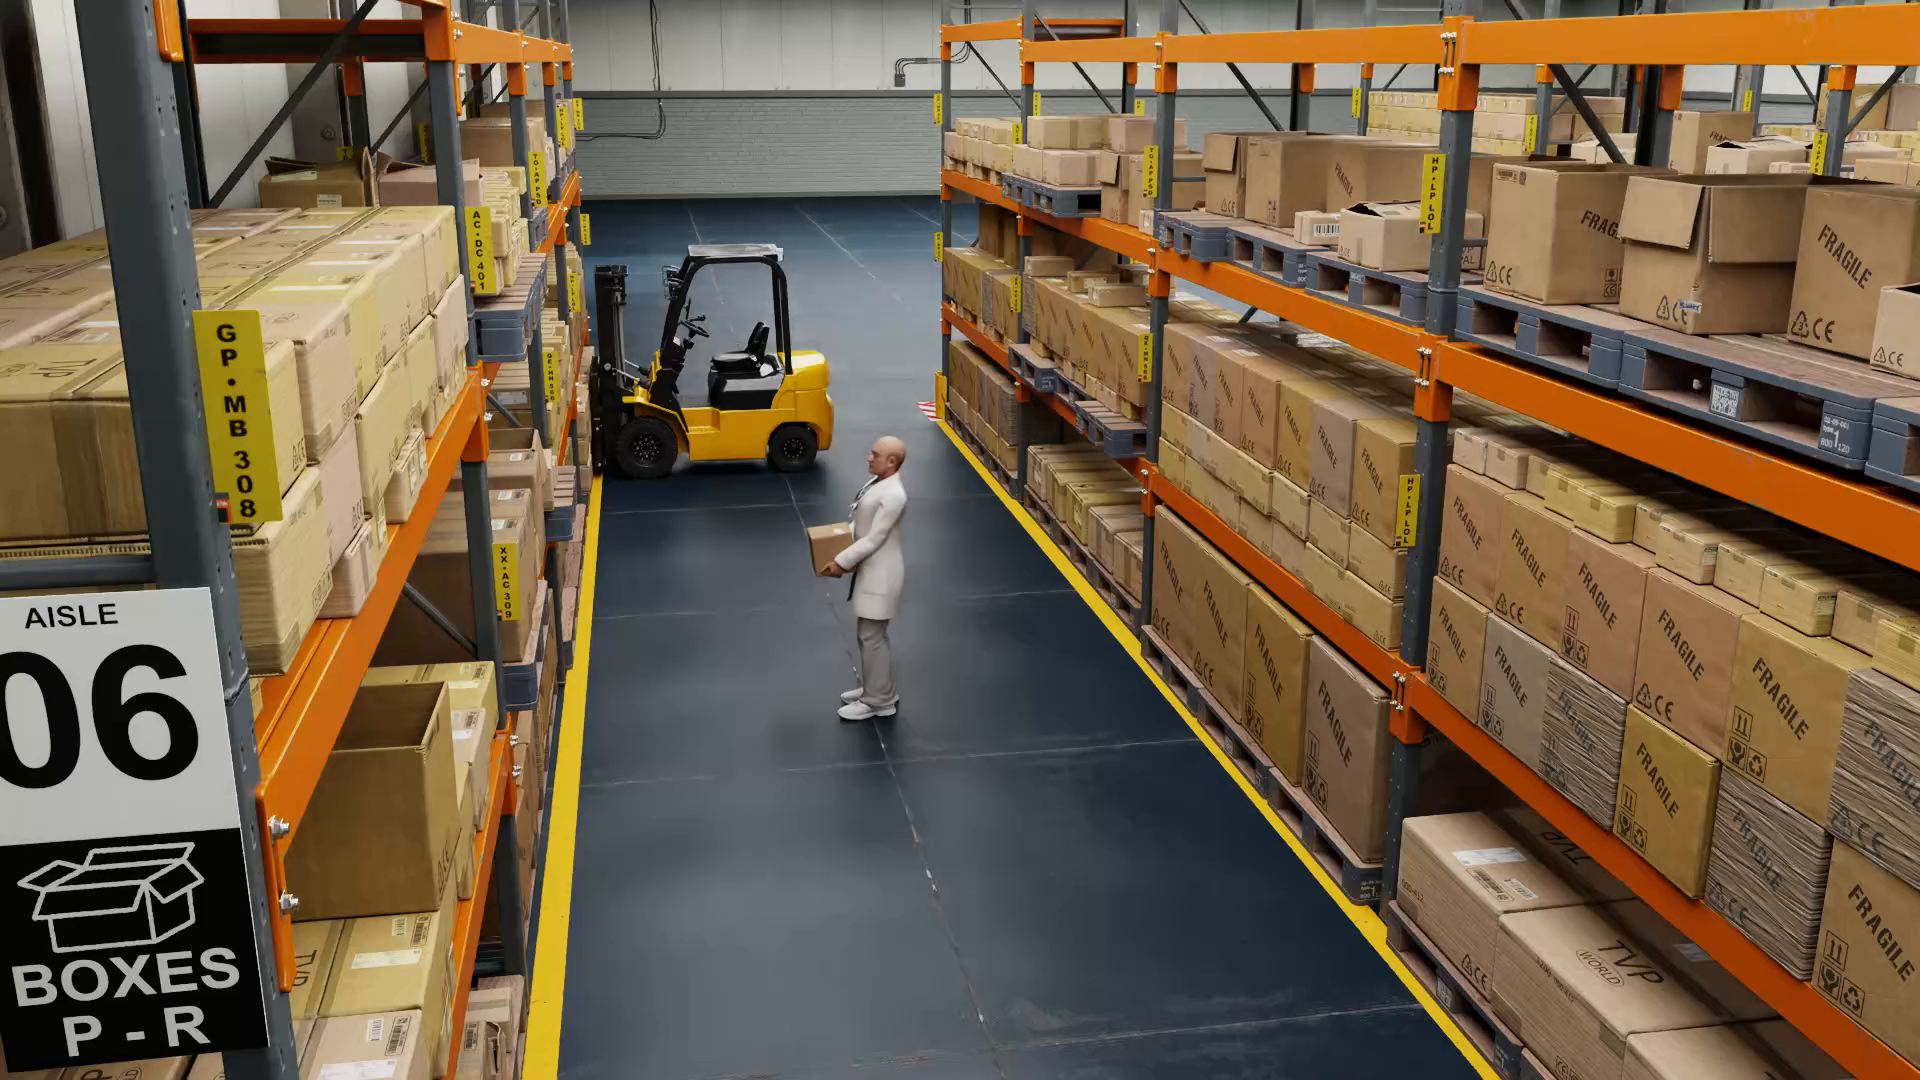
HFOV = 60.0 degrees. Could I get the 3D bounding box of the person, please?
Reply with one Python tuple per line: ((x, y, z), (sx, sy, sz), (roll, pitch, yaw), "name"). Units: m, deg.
((-0.603, 0.270, 10.289), (0.555, 1.681, 0.530), (-3, 16, -10), "person")
